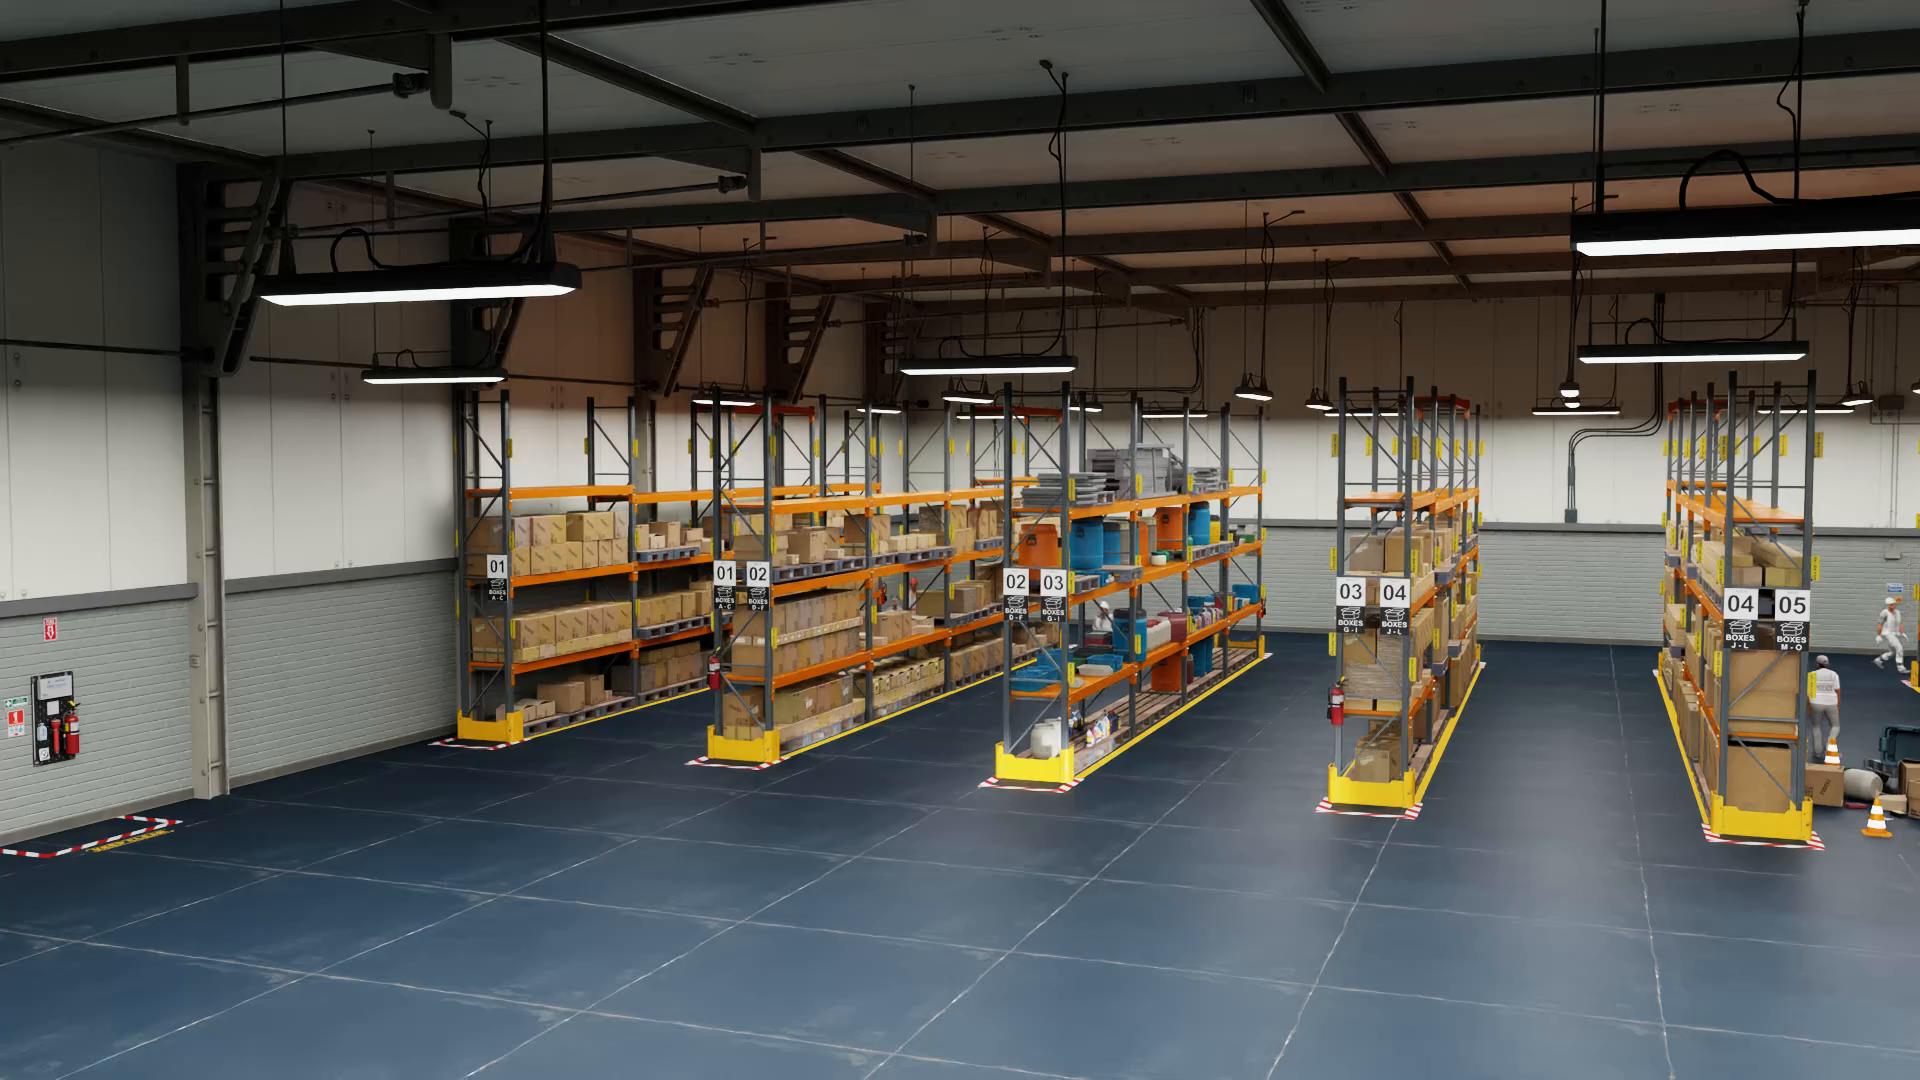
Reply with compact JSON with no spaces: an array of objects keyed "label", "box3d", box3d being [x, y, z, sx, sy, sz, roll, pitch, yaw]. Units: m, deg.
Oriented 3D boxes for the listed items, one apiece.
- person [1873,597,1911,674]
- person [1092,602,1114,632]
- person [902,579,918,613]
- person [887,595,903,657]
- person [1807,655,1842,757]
[{"label":"person","box3d":[20.825,2.115,37.155,0.543,1.672,1.037,-1,3,-19]},{"label":"person","box3d":[3.214,2.170,36.120,0.709,1.688,0.716,2,4,29]},{"label":"person","box3d":[-1.141,1.731,39.780,0.546,1.602,1.076,1,3,23]},{"label":"person","box3d":[-1.408,2.025,36.749,0.583,1.638,0.614,1,3,12]},{"label":"person","box3d":[13.983,2.698,26.897,0.530,1.660,0.525,1,3,20]}]
